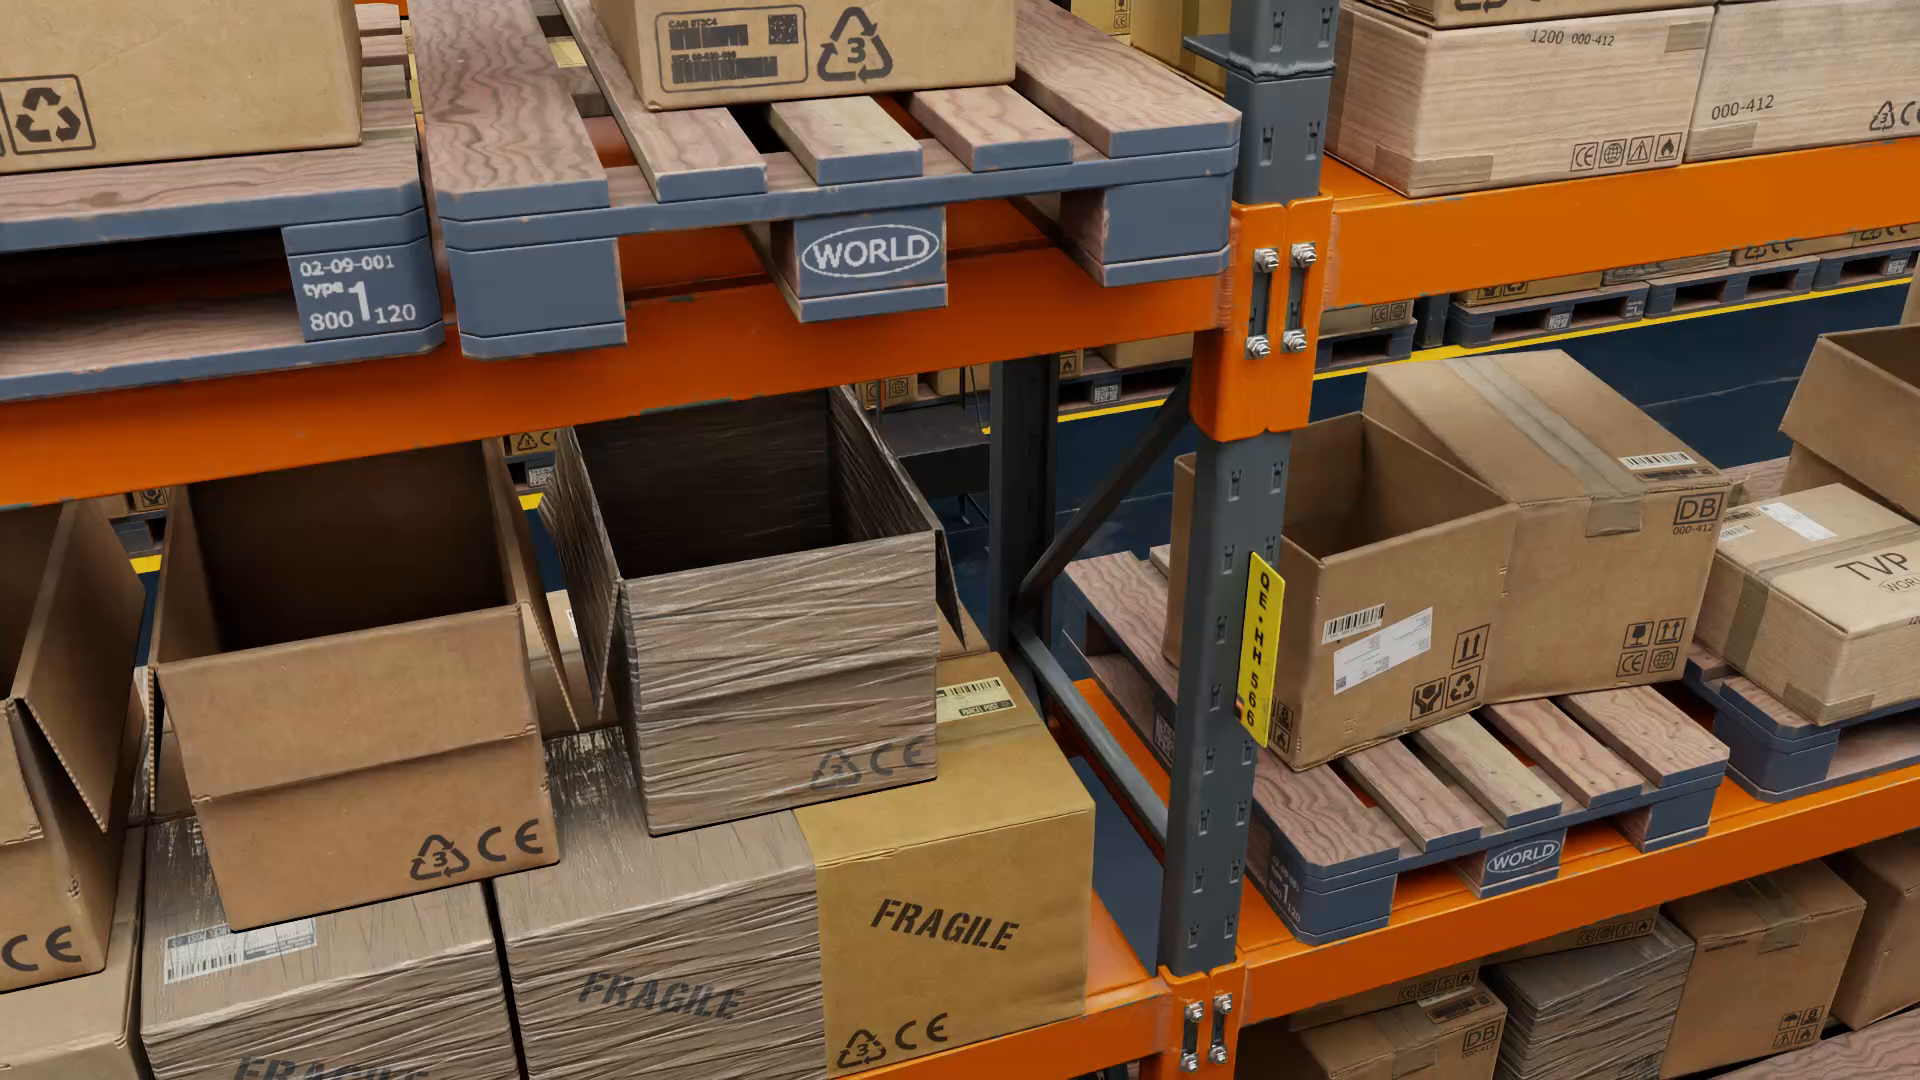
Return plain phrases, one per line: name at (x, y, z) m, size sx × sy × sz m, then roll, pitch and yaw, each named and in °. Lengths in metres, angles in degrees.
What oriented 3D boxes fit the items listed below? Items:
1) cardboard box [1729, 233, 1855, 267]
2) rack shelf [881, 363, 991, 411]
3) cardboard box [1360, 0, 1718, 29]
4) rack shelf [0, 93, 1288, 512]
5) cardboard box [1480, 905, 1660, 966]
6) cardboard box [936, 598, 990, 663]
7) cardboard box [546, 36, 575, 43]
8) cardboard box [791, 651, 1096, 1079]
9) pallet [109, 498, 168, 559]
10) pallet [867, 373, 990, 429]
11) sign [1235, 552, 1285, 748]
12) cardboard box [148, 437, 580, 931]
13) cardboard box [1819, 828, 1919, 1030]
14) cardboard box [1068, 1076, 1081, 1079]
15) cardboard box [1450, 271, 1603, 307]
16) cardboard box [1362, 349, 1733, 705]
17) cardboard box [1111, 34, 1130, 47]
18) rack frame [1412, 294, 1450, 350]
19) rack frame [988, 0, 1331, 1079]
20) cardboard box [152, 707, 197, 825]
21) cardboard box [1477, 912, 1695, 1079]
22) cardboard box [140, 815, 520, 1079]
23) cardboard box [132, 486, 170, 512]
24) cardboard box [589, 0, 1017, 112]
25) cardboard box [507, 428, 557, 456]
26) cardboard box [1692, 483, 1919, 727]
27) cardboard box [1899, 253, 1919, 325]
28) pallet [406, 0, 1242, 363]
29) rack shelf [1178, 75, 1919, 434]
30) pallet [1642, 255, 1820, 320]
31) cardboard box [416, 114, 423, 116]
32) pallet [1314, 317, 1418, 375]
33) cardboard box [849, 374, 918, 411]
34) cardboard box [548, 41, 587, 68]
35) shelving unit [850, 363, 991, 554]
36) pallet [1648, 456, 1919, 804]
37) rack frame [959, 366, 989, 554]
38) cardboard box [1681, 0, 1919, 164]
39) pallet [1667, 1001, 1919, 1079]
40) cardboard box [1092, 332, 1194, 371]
cardboard box at (4.721, -2.229, 9.854) m, size 0.875 × 0.875 × 0.875 m, roll -11°, pitch 31°, yaw -18°
rack shelf at (-0.155, -0.872, 6.687) m, size 0.480 × 0.518 × 0.431 m, roll -10°, pitch 31°, yaw -18°
cardboard box at (0.824, -1.096, 2.508) m, size 0.500 × 0.500 × 0.500 m, roll -10°, pitch 31°, yaw -17°
rack shelf at (-1.581, -0.216, 2.296) m, size 4.000 × 0.370 × 1.077 m, roll -10°, pitch 31°, yaw -18°
cardboard box at (1.405, 0.773, 4.187) m, size 0.500 × 0.250 × 0.500 m, roll -7°, pitch 30°, yaw -12°
cardboard box at (-0.257, 0.344, 3.516) m, size 0.500 × 0.500 × 0.500 m, roll -10°, pitch 31°, yaw -16°
cardboard box at (-1.846, -2.230, 7.363) m, size 0.250 × 0.149 × 0.380 m, roll -10°, pitch 31°, yaw -18°
cardboard box at (-0.082, 0.586, 3.090) m, size 0.500 × 0.500 × 0.500 m, roll -9°, pitch 31°, yaw -16°
pallet at (-3.215, -0.335, 7.624) m, size 1.213 × 0.211 × 1.003 m, roll -10°, pitch 31°, yaw -18°
pallet at (-0.576, -0.779, 8.404) m, size 1.213 × 0.211 × 1.003 m, roll -10°, pitch 31°, yaw -18°
sign at (0.491, 0.183, 2.728) m, size 0.005 × 0.325 × 0.100 m, roll -10°, pitch 31°, yaw -18°
cardboard box at (-1.009, 0.180, 2.789) m, size 0.637 × 0.503 × 0.797 m, roll -10°, pitch 31°, yaw -16°
cardboard box at (2.482, 0.900, 4.720) m, size 0.500 × 0.500 × 0.700 m, roll -13°, pitch 32°, yaw -22°
cardboard box at (-0.360, 1.280, 3.696) m, size 0.875 × 0.875 × 1.225 m, roll -12°, pitch 32°, yaw -20°
cardboard box at (3.022, -1.915, 9.303) m, size 0.875 × 0.875 × 0.875 m, roll -10°, pitch 31°, yaw -17°
cardboard box at (1.274, -0.051, 3.784) m, size 0.500 × 0.500 × 0.700 m, roll -6°, pitch 30°, yaw -10°
cardboard box at (0.590, -2.146, 7.885) m, size 0.500 × 0.500 × 0.500 m, roll -11°, pitch 31°, yaw -18°
rack frame at (2.408, -2.580, 8.748) m, size 0.127 × 3.000 × 1.000 m, roll -10°, pitch 31°, yaw -18°
rack frame at (0.294, 0.429, 3.466) m, size 0.127 × 3.000 × 1.000 m, roll -10°, pitch 31°, yaw -18°
cardboard box at (-1.218, 0.524, 3.199) m, size 0.500 × 0.500 × 0.500 m, roll -11°, pitch 31°, yaw -19°
cardboard box at (1.430, 1.098, 4.374) m, size 0.500 × 0.500 × 0.700 m, roll -13°, pitch 32°, yaw -22°
cardboard box at (-1.037, 0.761, 2.784) m, size 0.500 × 0.500 × 0.500 m, roll -11°, pitch 32°, yaw -19°
cardboard box at (-3.323, -0.488, 7.178) m, size 0.500 × 0.500 × 0.500 m, roll -10°, pitch 31°, yaw -17°
cardboard box at (-0.253, -0.962, 2.351) m, size 0.637 × 0.503 × 0.797 m, roll -9°, pitch 31°, yaw -15°
cardboard box at (-1.867, -0.751, 7.638) m, size 0.500 × 0.500 × 0.500 m, roll -11°, pitch 31°, yaw -18°
cardboard box at (1.945, 0.130, 3.720) m, size 0.500 × 0.250 × 0.500 m, roll -11°, pitch 32°, yaw -19°
cardboard box at (3.249, -0.632, 4.299) m, size 1.000 × 1.000 × 1.000 m, roll -10°, pitch 31°, yaw -17°
pallet at (-0.291, -0.656, 2.532) m, size 1.003 × 0.211 × 1.213 m, roll -9°, pitch 31°, yaw -15°
rack shelf at (2.168, -0.907, 3.508) m, size 4.000 × 0.370 × 1.077 m, roll -10°, pitch 31°, yaw -18°
pallet at (4.293, -1.675, 9.978) m, size 1.213 × 0.211 × 1.003 m, roll -10°, pitch 31°, yaw -18°
cardboard box at (-2.140, -1.702, 6.736) m, size 0.250 × 0.149 × 0.380 m, roll -10°, pitch 31°, yaw -16°
pallet at (1.711, -1.200, 9.143) m, size 1.213 × 0.211 × 1.003 m, roll -10°, pitch 31°, yaw -18°
cardboard box at (-0.739, -1.158, 8.100) m, size 0.750 × 0.750 × 1.050 m, roll -11°, pitch 31°, yaw -18°
cardboard box at (-1.640, -1.924, 6.825) m, size 0.250 × 0.149 × 0.380 m, roll -12°, pitch 32°, yaw -20°
shelving unit at (-0.155, -0.884, 6.680) m, size 0.503 × 2.100 × 0.431 m, roll -10°, pitch 31°, yaw -18°
pallet at (2.135, 0.152, 4.147) m, size 1.213 × 0.211 × 1.003 m, roll -10°, pitch 31°, yaw -18°
rack frame at (0.074, -0.926, 6.754) m, size 0.015 × 2.100 × 0.400 m, roll -10°, pitch 31°, yaw -18°
cardboard box at (1.304, -0.860, 2.851) m, size 0.500 × 0.250 × 0.500 m, roll -10°, pitch 31°, yaw -16°
pallet at (2.168, 1.298, 4.758) m, size 1.213 × 0.211 × 1.003 m, roll -10°, pitch 31°, yaw -18°
cardboard box at (0.952, -1.471, 8.650) m, size 0.750 × 0.750 × 1.050 m, roll -10°, pitch 31°, yaw -18°
